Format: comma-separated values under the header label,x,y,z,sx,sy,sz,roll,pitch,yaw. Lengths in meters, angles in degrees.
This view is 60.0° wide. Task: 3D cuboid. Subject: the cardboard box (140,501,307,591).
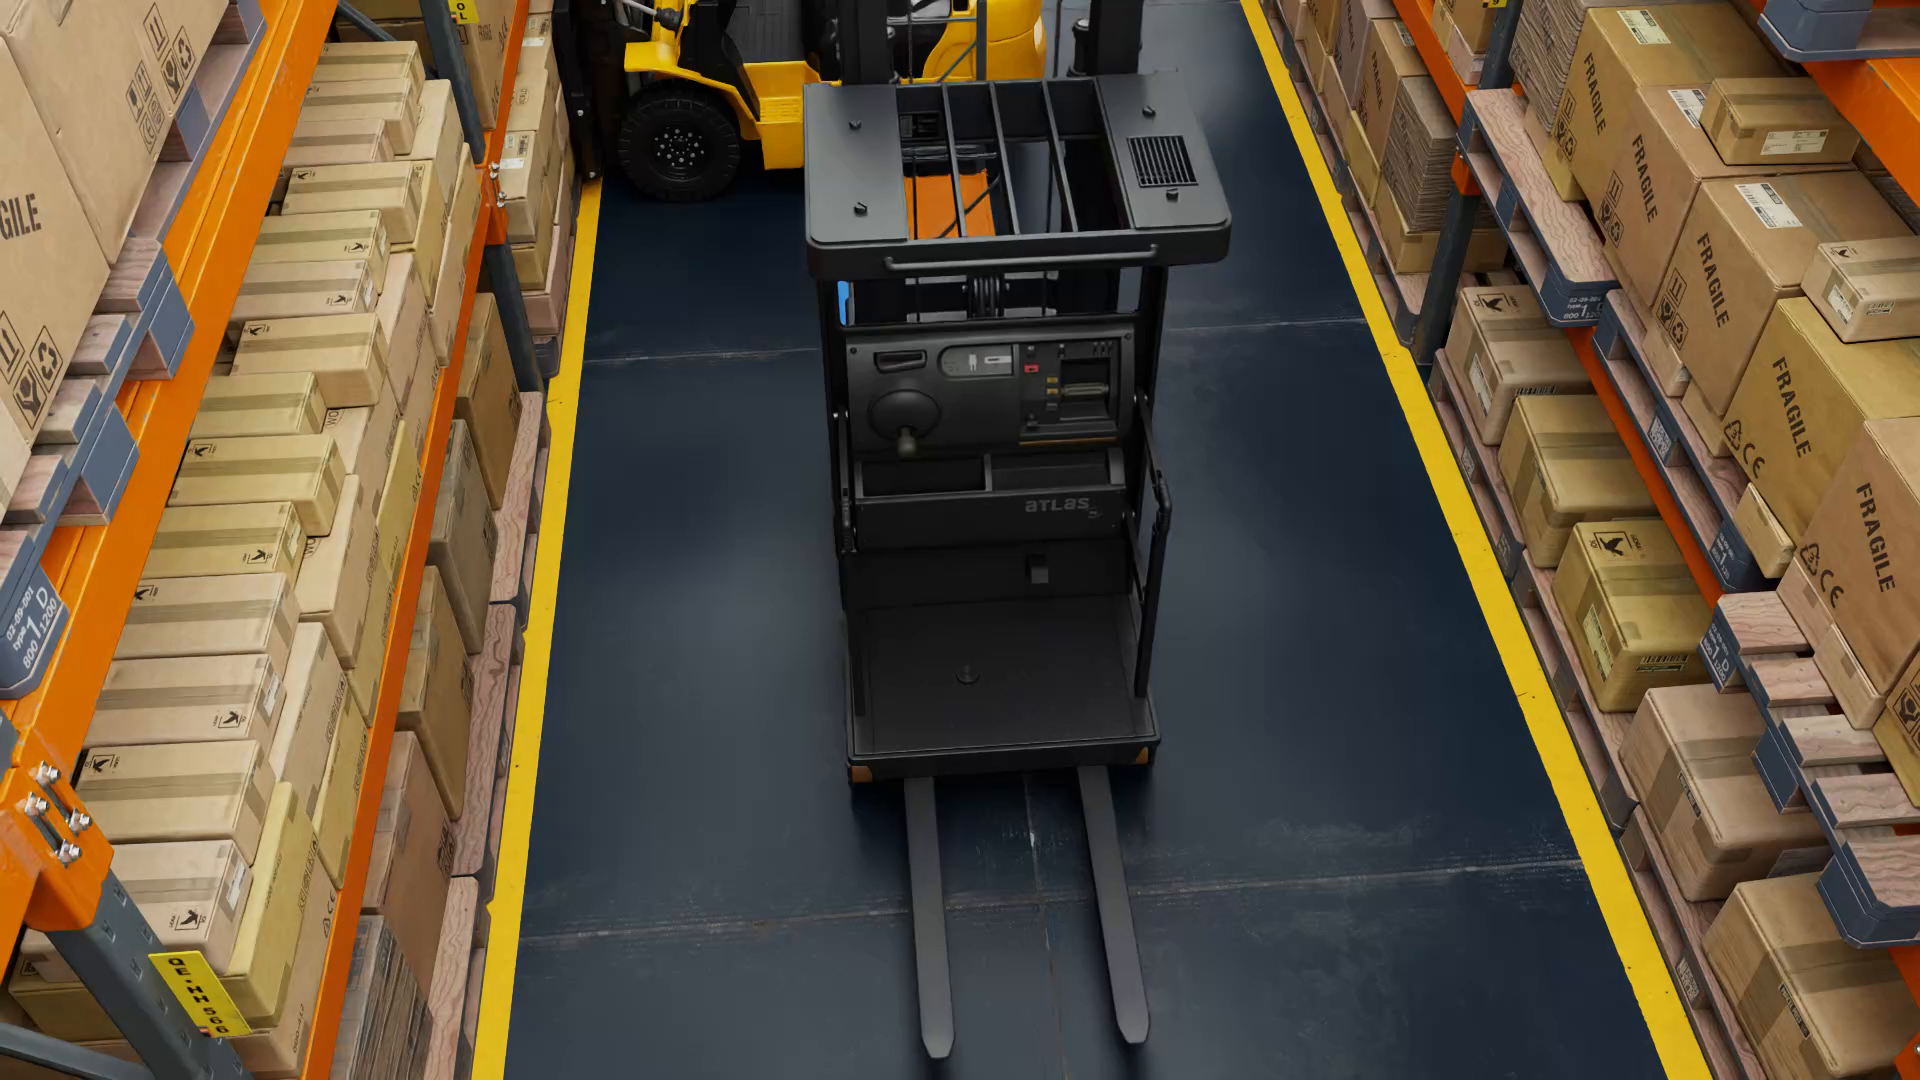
label,x,y,z,sx,sy,sz,roll,pitch,yaw
cardboard box,-1.908,0.047,4.261,0.380,0.149,0.250,-3,47,-3

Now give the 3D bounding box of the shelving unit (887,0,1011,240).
label,x,y,z,sx,sy,sz,roll,pitch,yaw
shelving unit,-0.095,-1.379,7.160,0.587,1.500,1.083,-3,47,-3

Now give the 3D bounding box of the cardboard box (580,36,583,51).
label,x,y,z,sx,sy,sz,roll,pitch,yaw
cardboard box,-2.241,-2.792,8.725,0.500,0.250,0.500,-4,47,-4

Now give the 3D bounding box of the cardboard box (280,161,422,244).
label,x,y,z,sx,sy,sz,roll,pitch,yaw
cardboard box,-1.942,-1.071,5.320,0.380,0.149,0.250,-5,47,-5

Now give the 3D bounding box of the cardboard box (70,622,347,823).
label,x,y,z,sx,sy,sz,roll,pitch,yaw
cardboard box,-1.853,0.480,4.125,0.500,0.250,0.500,-2,47,-2

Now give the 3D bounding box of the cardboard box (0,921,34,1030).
label,x,y,z,sx,sy,sz,roll,pitch,yaw
cardboard box,-2.333,0.870,3.756,0.500,0.250,0.500,-3,47,-2

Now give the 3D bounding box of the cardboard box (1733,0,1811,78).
label,x,y,z,sx,sy,sz,roll,pitch,yaw
cardboard box,2.903,-1.502,5.680,0.500,0.500,0.500,-3,47,-3

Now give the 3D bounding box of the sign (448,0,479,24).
label,x,y,z,sx,sy,sz,roll,pitch,yaw
sign,-1.813,-2.007,5.978,0.100,0.325,0.005,-3,47,-3

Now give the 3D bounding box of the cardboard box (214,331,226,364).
label,x,y,z,sx,sy,sz,roll,pitch,yaw
cardboard box,-2.503,-0.597,5.145,0.500,0.250,0.500,-5,47,-4

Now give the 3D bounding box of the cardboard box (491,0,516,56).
label,x,y,z,sx,sy,sz,roll,pitch,yaw
cardboard box,-2.190,-2.343,6.970,0.500,0.500,0.500,-3,47,-3

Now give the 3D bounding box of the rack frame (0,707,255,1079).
label,x,y,z,sx,sy,sz,roll,pitch,yaw
rack frame,-2.015,1.298,3.591,0.949,2.616,0.053,-3,47,-3

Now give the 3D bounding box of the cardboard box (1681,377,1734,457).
label,x,y,z,sx,sy,sz,roll,pitch,yaw
cardboard box,2.457,-0.403,5.086,0.380,0.149,0.250,-5,47,-5

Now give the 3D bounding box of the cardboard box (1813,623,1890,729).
label,x,y,z,sx,sy,sz,roll,pitch,yaw
cardboard box,2.505,0.344,4.379,0.380,0.149,0.250,-4,47,-4

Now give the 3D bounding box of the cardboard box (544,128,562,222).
label,x,y,z,sx,sy,sz,roll,pitch,yaw
cardboard box,-2.130,-1.699,7.690,0.500,0.250,0.500,-4,47,-4

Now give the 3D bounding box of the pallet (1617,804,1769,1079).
label,x,y,z,sx,sy,sz,roll,pitch,yaw
pallet,2.864,1.387,5.427,1.003,0.211,1.213,-3,47,-3

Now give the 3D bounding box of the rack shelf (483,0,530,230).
label,x,y,z,sx,sy,sz,roll,pitch,yaw
rack shelf,-2.521,-2.795,7.963,1.077,0.370,4.000,-3,47,-3

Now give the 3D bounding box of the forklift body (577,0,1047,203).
label,x,y,z,sx,sy,sz,roll,pitch,yaw
forklift body,-0.711,-2.937,8.186,2.313,2.155,1.214,-3,47,-3

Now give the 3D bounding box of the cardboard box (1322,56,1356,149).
label,x,y,z,sx,sy,sz,roll,pitch,yaw
cardboard box,2.183,-2.263,8.569,0.500,0.250,0.500,-3,47,-3

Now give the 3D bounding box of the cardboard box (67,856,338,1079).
label,x,y,z,sx,sy,sz,roll,pitch,yaw
cardboard box,-1.812,1.014,3.963,0.500,0.250,0.500,-3,47,-3

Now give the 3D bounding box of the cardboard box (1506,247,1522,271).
label,x,y,z,sx,sy,sz,roll,pitch,yaw
cardboard box,2.812,-1.542,7.886,0.500,0.250,0.500,-5,47,-5

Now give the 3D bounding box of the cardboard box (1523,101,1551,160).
label,x,y,z,sx,sy,sz,roll,pitch,yaw
cardboard box,2.324,-1.539,6.162,0.380,0.149,0.250,-3,47,-3

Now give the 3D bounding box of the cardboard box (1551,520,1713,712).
label,x,y,z,sx,sy,sz,roll,pitch,yaw
cardboard box,2.763,0.261,6.094,0.950,0.372,0.625,-2,47,-2

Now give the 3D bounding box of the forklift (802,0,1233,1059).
label,x,y,z,sx,sy,sz,roll,pitch,yaw
forklift,0.120,-0.385,5.233,1.130,2.935,3.031,-3,47,-3

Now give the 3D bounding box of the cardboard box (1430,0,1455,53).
label,x,y,z,sx,sy,sz,roll,pitch,yaw
cardboard box,2.234,-2.208,7.084,0.380,0.149,0.250,-3,47,-2

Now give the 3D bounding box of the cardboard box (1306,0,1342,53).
label,x,y,z,sx,sy,sz,roll,pitch,yaw
cardboard box,2.134,-2.892,8.647,0.500,0.500,0.500,-3,47,-3

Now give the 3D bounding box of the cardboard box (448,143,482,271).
label,x,y,z,sx,sy,sz,roll,pitch,yaw
cardboard box,-2.050,-1.195,6.056,0.500,0.250,0.500,-3,47,-2

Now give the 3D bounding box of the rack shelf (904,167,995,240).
label,x,y,z,sx,sy,sz,roll,pitch,yaw
rack shelf,-0.096,-1.262,7.296,0.538,0.185,1.000,-3,47,-3

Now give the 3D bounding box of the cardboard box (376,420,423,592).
label,x,y,z,sx,sy,sz,roll,pitch,yaw
cardboard box,-1.941,-0.098,5.016,0.500,0.250,0.500,-2,47,-2

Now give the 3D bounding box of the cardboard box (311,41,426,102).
label,x,y,z,sx,sy,sz,roll,pitch,yaw
cardboard box,-2.103,-1.619,5.839,0.380,0.149,0.250,-2,47,-2

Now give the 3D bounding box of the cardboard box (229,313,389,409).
label,x,y,z,sx,sy,sz,roll,pitch,yaw
cardboard box,-1.868,-0.510,4.788,0.380,0.149,0.250,-5,47,-4

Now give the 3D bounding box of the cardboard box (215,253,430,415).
label,x,y,z,sx,sy,sz,roll,pitch,yaw
cardboard box,-1.970,-0.634,5.180,0.500,0.250,0.500,-3,47,-3

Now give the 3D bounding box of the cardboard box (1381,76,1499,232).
label,x,y,z,sx,sy,sz,roll,pitch,yaw
cardboard box,2.276,-1.769,7.584,0.500,0.500,0.500,-4,47,-4

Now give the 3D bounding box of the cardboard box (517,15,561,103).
label,x,y,z,sx,sy,sz,roll,pitch,yaw
cardboard box,-2.167,-2.237,7.855,0.500,0.250,0.500,-2,47,-2

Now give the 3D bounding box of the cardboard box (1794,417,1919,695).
label,x,y,z,sx,sy,sz,roll,pitch,yaw
cardboard box,2.558,0.028,4.231,0.500,0.500,0.500,-4,47,-4

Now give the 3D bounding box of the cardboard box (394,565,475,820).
label,x,y,z,sx,sy,sz,roll,pitch,yaw
cardboard box,-2.176,0.559,5.637,0.875,0.625,0.625,-5,47,-5

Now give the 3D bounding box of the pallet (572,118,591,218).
label,x,y,z,sx,sy,sz,roll,pitch,yaw
pallet,-2.483,-2.099,8.729,1.003,0.211,1.213,-3,47,-3

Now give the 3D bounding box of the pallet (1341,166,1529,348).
label,x,y,z,sx,sy,sz,roll,pitch,yaw
pallet,2.501,-1.425,8.091,1.003,0.211,1.213,-3,47,-3

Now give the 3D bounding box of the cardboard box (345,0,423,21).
label,x,y,z,sx,sy,sz,roll,pitch,yaw
cardboard box,-2.118,-2.100,6.293,0.380,0.149,0.250,-4,47,-4

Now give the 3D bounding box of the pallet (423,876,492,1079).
label,x,y,z,sx,sy,sz,roll,pitch,yaw
pallet,-2.048,1.659,5.170,1.003,0.211,1.213,-3,47,-3

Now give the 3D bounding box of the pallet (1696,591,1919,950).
label,x,y,z,sx,sy,sz,roll,pitch,yaw
pallet,2.762,0.551,4.431,1.213,0.211,1.003,-3,47,-3

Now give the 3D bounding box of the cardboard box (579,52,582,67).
label,x,y,z,sx,sy,sz,roll,pitch,yaw
cardboard box,-2.203,-2.271,8.575,0.500,0.250,0.500,-2,47,-2

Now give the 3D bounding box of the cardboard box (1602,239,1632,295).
label,x,y,z,sx,sy,sz,roll,pitch,yaw
cardboard box,2.416,-0.969,5.622,0.380,0.149,0.250,-3,47,-3

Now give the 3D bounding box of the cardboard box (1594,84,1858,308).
label,x,y,z,sx,sy,sz,roll,pitch,yaw
cardboard box,2.416,-1.104,5.303,0.500,0.500,0.500,-4,47,-4

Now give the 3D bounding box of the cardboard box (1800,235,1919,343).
label,x,y,z,sx,sy,sz,roll,pitch,yaw
cardboard box,2.509,-0.677,4.452,0.380,0.149,0.250,-6,47,-5

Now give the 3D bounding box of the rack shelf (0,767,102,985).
label,x,y,z,sx,sy,sz,roll,pitch,yaw
rack shelf,-1.851,1.961,1.393,1.077,0.370,4.000,-3,47,-3

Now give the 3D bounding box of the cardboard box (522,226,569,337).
label,x,y,z,sx,sy,sz,roll,pitch,yaw
cardboard box,-2.064,-1.165,7.528,0.500,0.250,0.500,-3,47,-3

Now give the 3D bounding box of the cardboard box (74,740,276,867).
label,x,y,z,sx,sy,sz,roll,pitch,yaw
cardboard box,-1.775,0.599,3.737,0.380,0.149,0.250,-3,47,-2

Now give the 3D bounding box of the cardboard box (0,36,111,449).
label,x,y,z,sx,sy,sz,roll,pitch,yaw
cardboard box,-1.836,-0.485,2.787,0.500,0.500,0.500,-3,47,-3
